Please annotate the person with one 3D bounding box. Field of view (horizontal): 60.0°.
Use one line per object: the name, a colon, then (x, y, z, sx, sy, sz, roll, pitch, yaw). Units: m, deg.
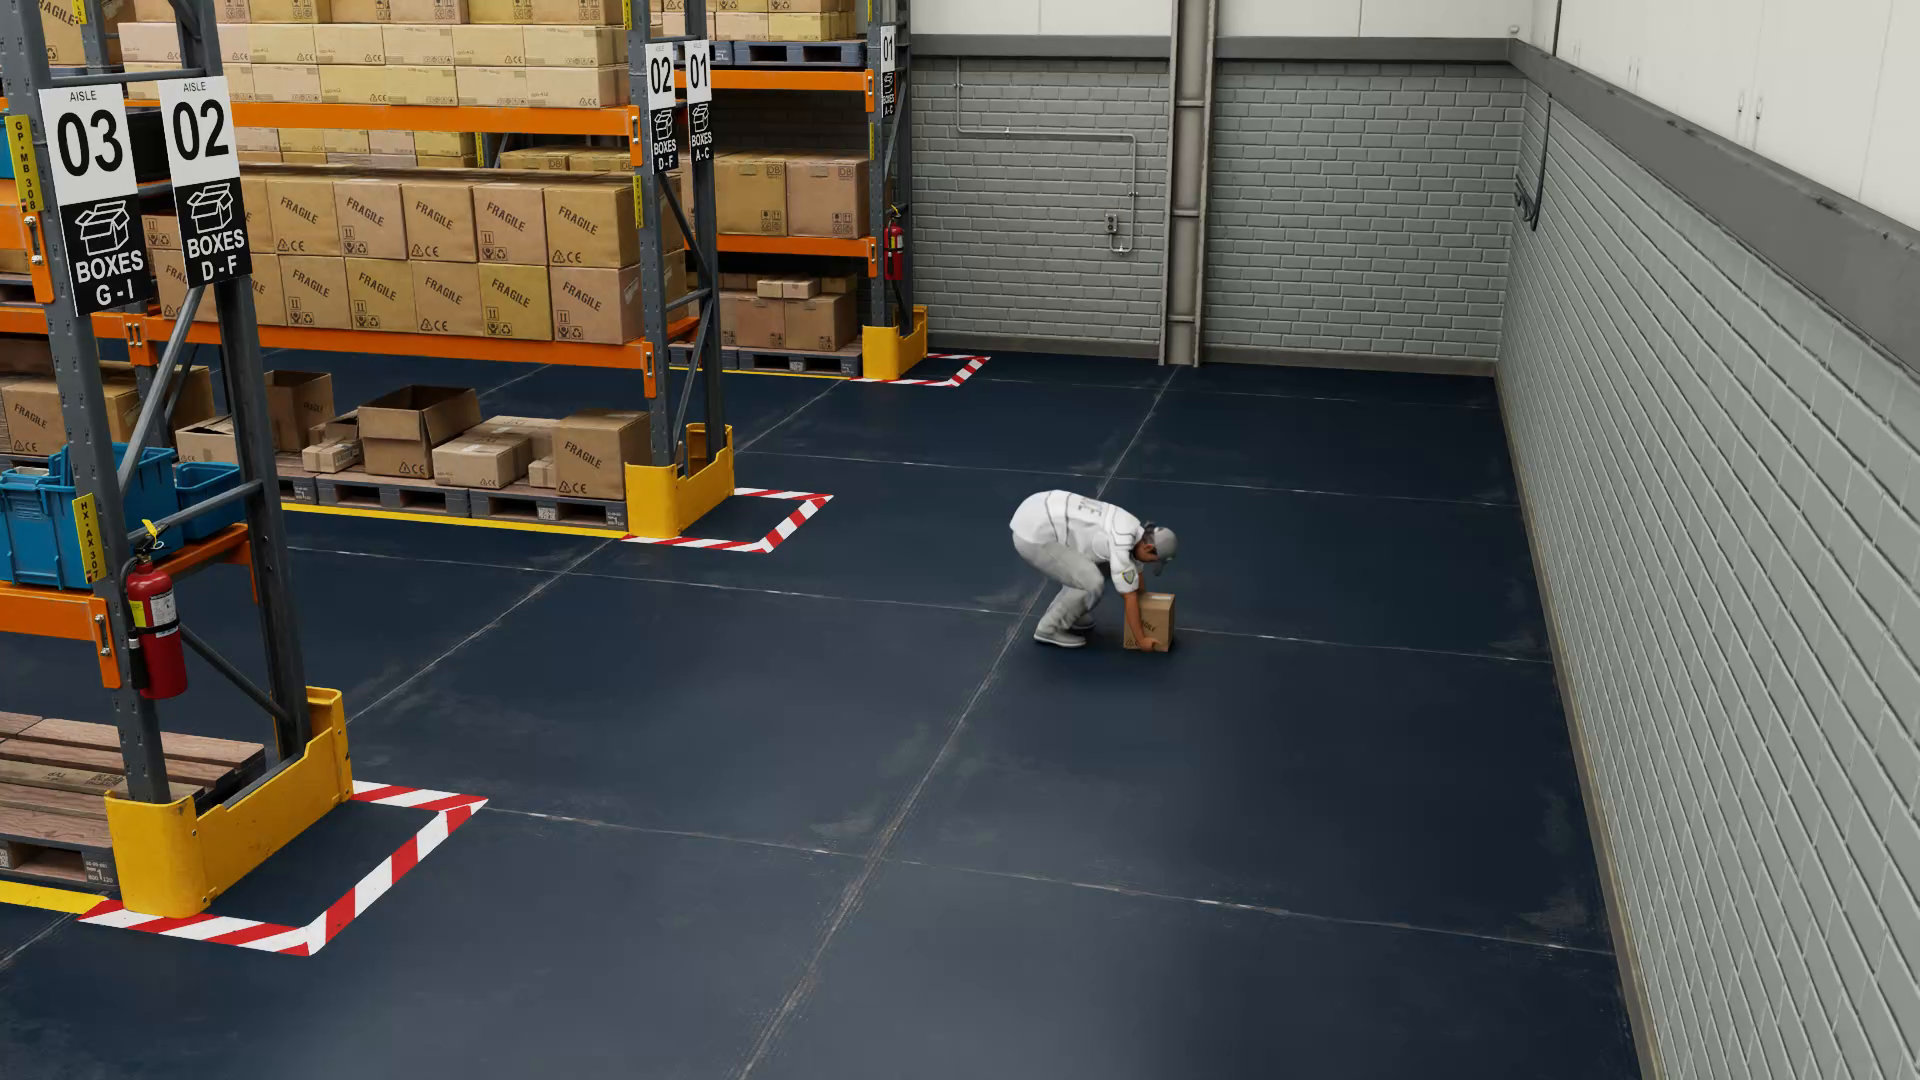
person: (0.755, 0.159, 9.391, 0.940, 0.854, 0.524, 4, 19, 11)
